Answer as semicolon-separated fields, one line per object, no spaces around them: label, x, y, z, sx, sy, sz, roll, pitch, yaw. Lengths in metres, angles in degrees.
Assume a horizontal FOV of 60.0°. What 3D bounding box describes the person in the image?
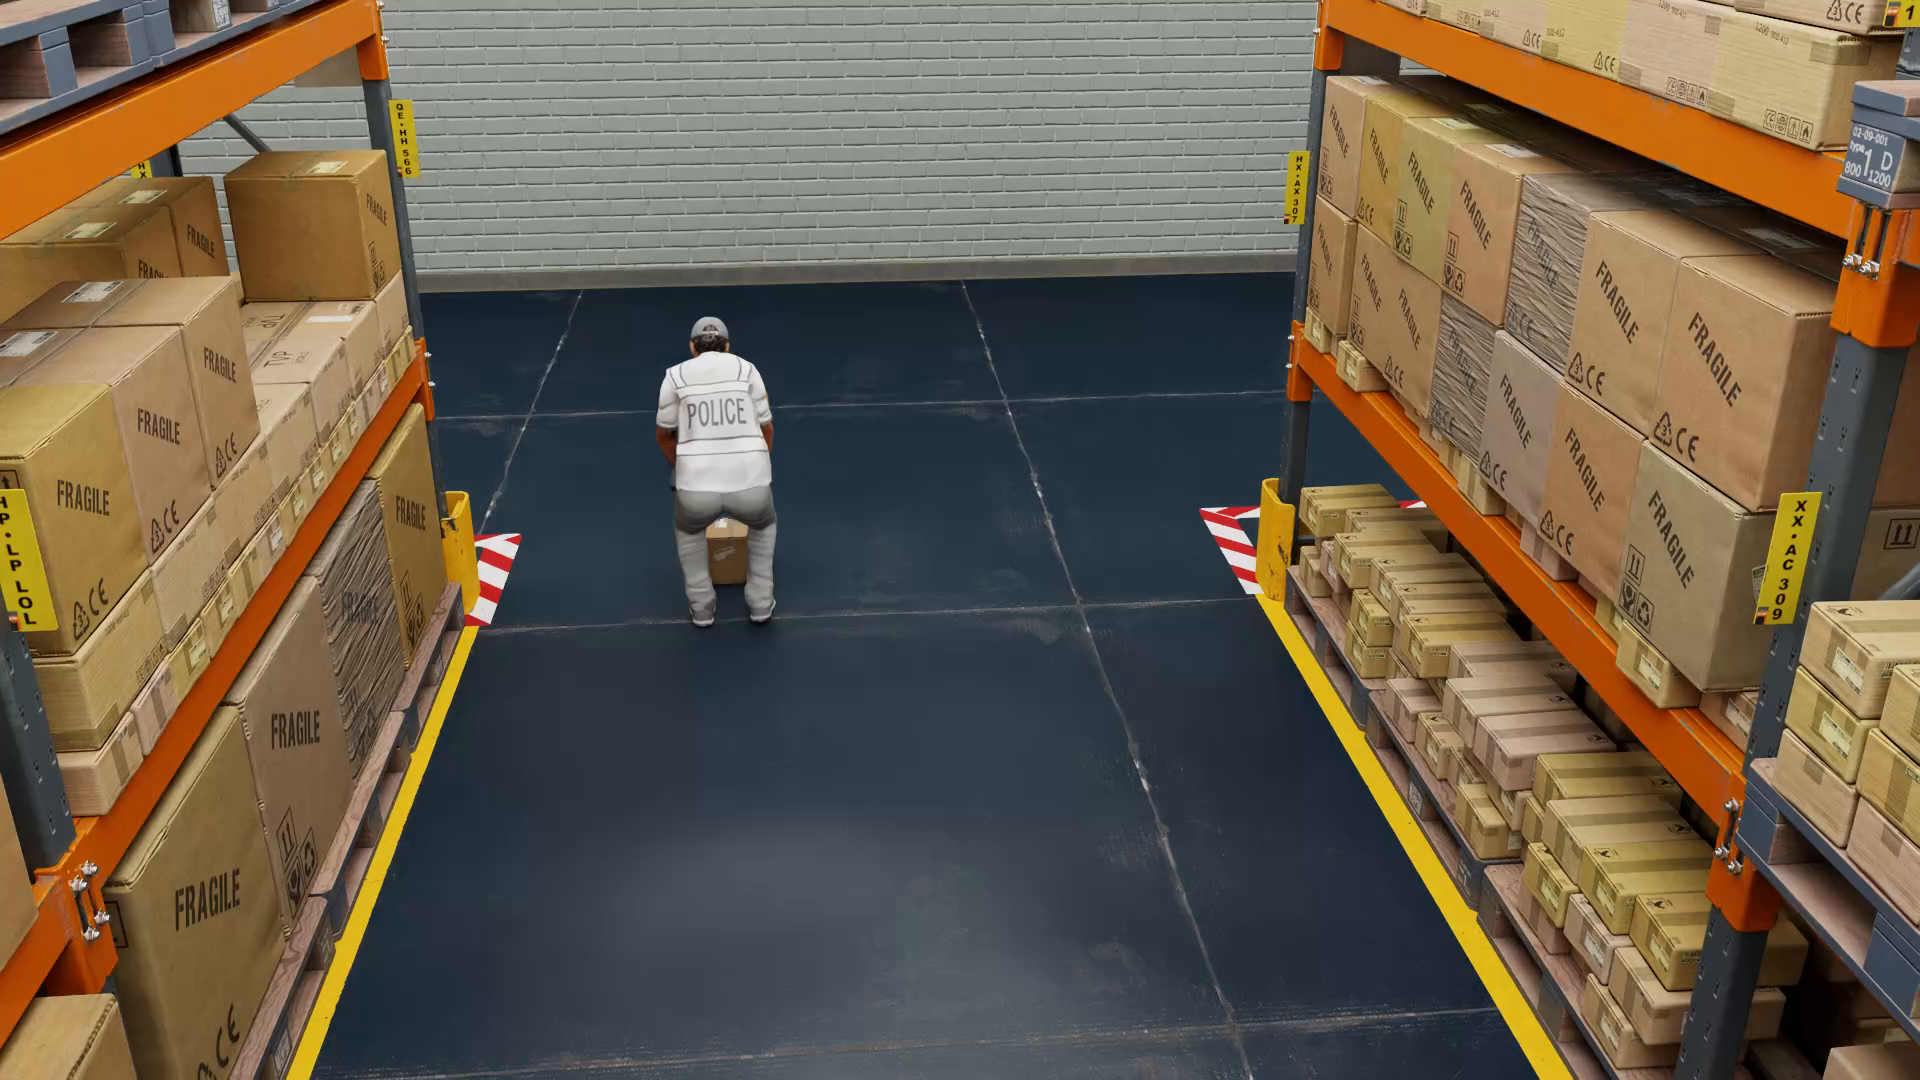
person;-1.115;-0.288;7.616;0.534;1.379;0.728;-2;24;-5
